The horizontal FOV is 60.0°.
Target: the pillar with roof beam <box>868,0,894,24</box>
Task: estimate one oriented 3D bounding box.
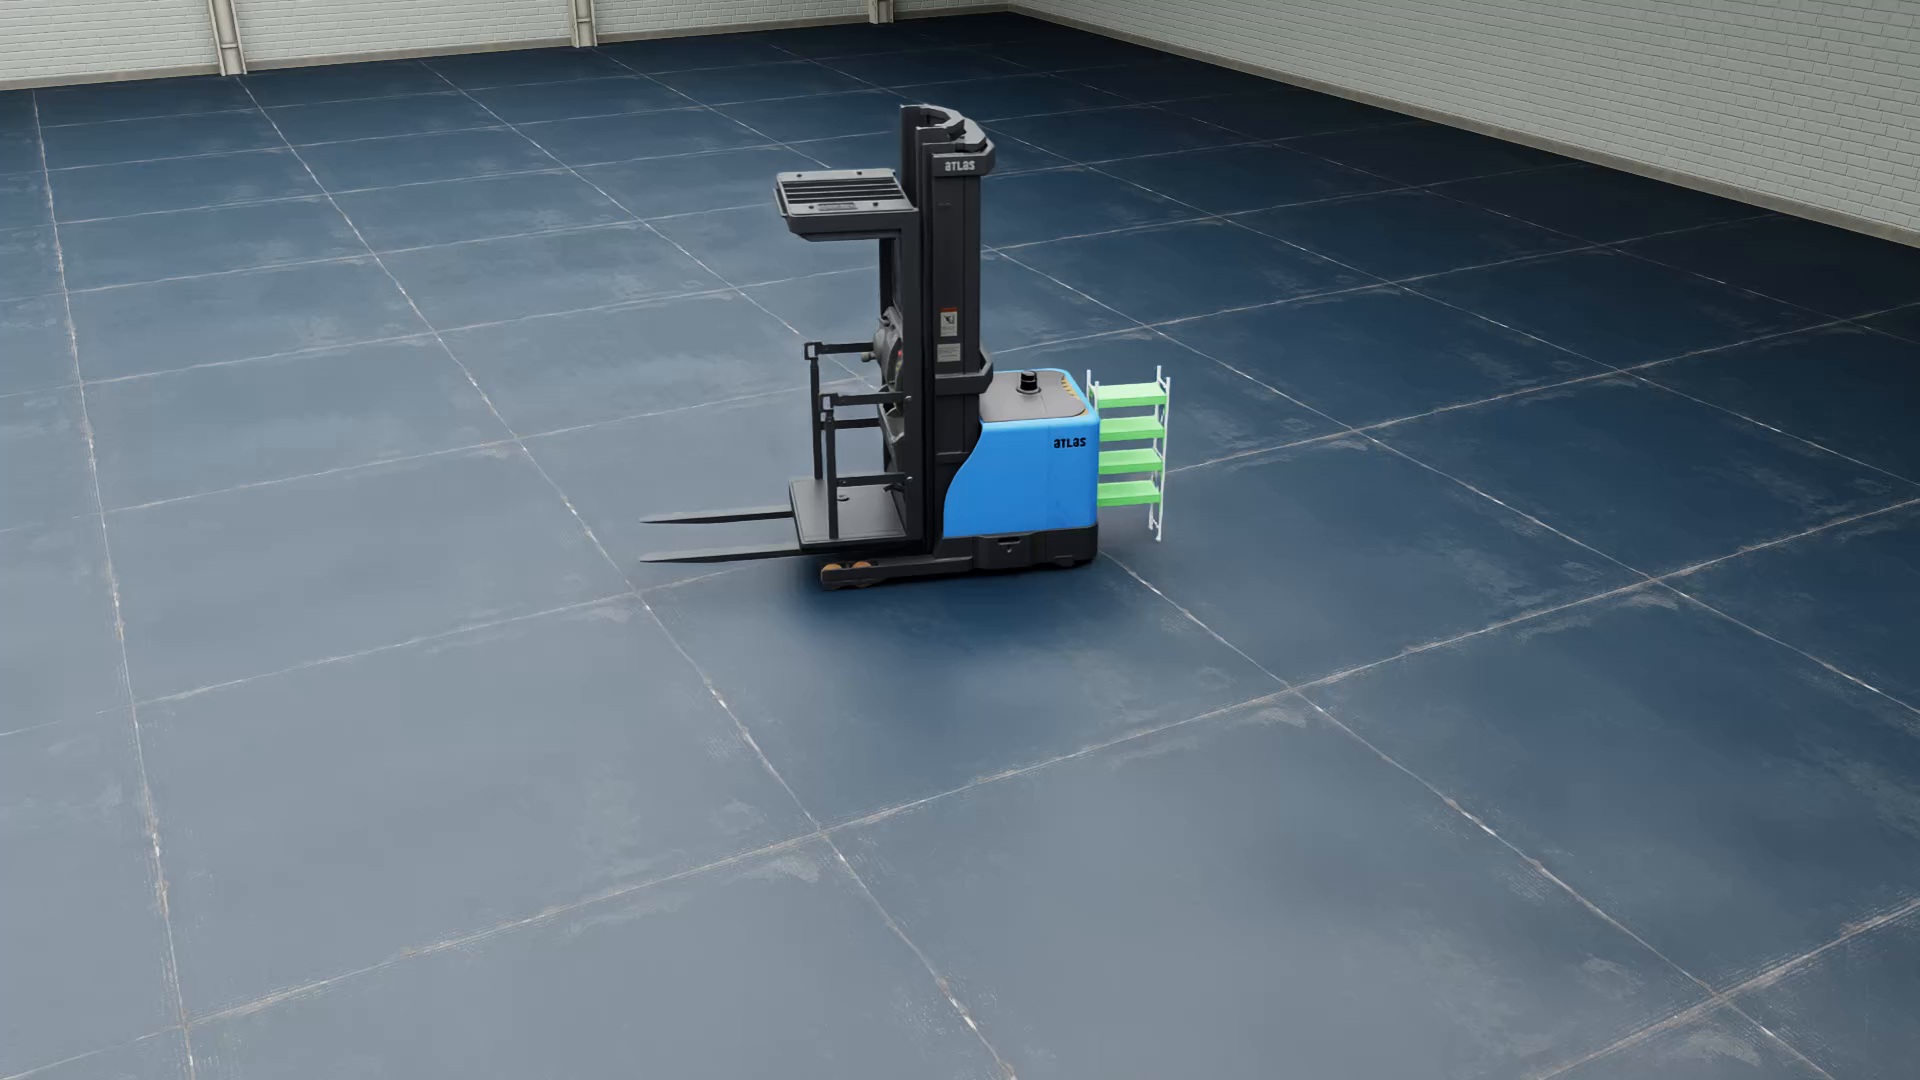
[{"bbox_3d":[0.467,-12.659,27.522,0.400,9.000,9.100,-13,29,-25],"label":"pillar with roof beam"}]

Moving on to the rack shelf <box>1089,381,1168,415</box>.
[{"bbox_3d":[1.124,-0.941,11.165,0.480,0.148,0.258,-4,26,-9],"label":"rack shelf"}]

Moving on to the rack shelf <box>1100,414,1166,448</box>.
[{"bbox_3d":[1.124,-0.725,11.269,0.480,0.148,0.258,-4,26,-9],"label":"rack shelf"}]

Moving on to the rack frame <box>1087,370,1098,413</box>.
[{"bbox_3d":[0.884,-0.548,11.306,0.015,1.200,0.240,-4,26,-9],"label":"rack frame"}]

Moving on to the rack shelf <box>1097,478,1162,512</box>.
[{"bbox_3d":[1.124,-0.292,11.476,0.480,0.148,0.258,-4,26,-9],"label":"rack shelf"}]

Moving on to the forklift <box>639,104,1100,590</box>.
[{"bbox_3d":[-0.641,-1.242,10.753,3.031,2.935,1.130,-4,26,-9],"label":"forklift"}]

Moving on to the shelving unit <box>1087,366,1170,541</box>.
[{"bbox_3d":[1.124,-0.566,11.345,0.503,1.200,0.258,-4,26,-9],"label":"shelving unit"}]

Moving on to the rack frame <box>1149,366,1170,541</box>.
[{"bbox_3d":[1.364,-0.584,11.383,0.015,1.200,0.240,-4,26,-9],"label":"rack frame"}]

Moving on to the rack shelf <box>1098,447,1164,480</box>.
[{"bbox_3d":[1.124,-0.508,11.372,0.480,0.148,0.258,-4,26,-9],"label":"rack shelf"}]

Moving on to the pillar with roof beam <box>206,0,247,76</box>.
[{"bbox_3d":[-10.121,-10.215,22.432,0.400,9.000,9.100,-13,29,-25],"label":"pillar with roof beam"}]

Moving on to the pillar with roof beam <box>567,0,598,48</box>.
[{"bbox_3d":[-4.827,-11.437,24.977,0.400,9.000,9.100,-13,29,-25],"label":"pillar with roof beam"}]
